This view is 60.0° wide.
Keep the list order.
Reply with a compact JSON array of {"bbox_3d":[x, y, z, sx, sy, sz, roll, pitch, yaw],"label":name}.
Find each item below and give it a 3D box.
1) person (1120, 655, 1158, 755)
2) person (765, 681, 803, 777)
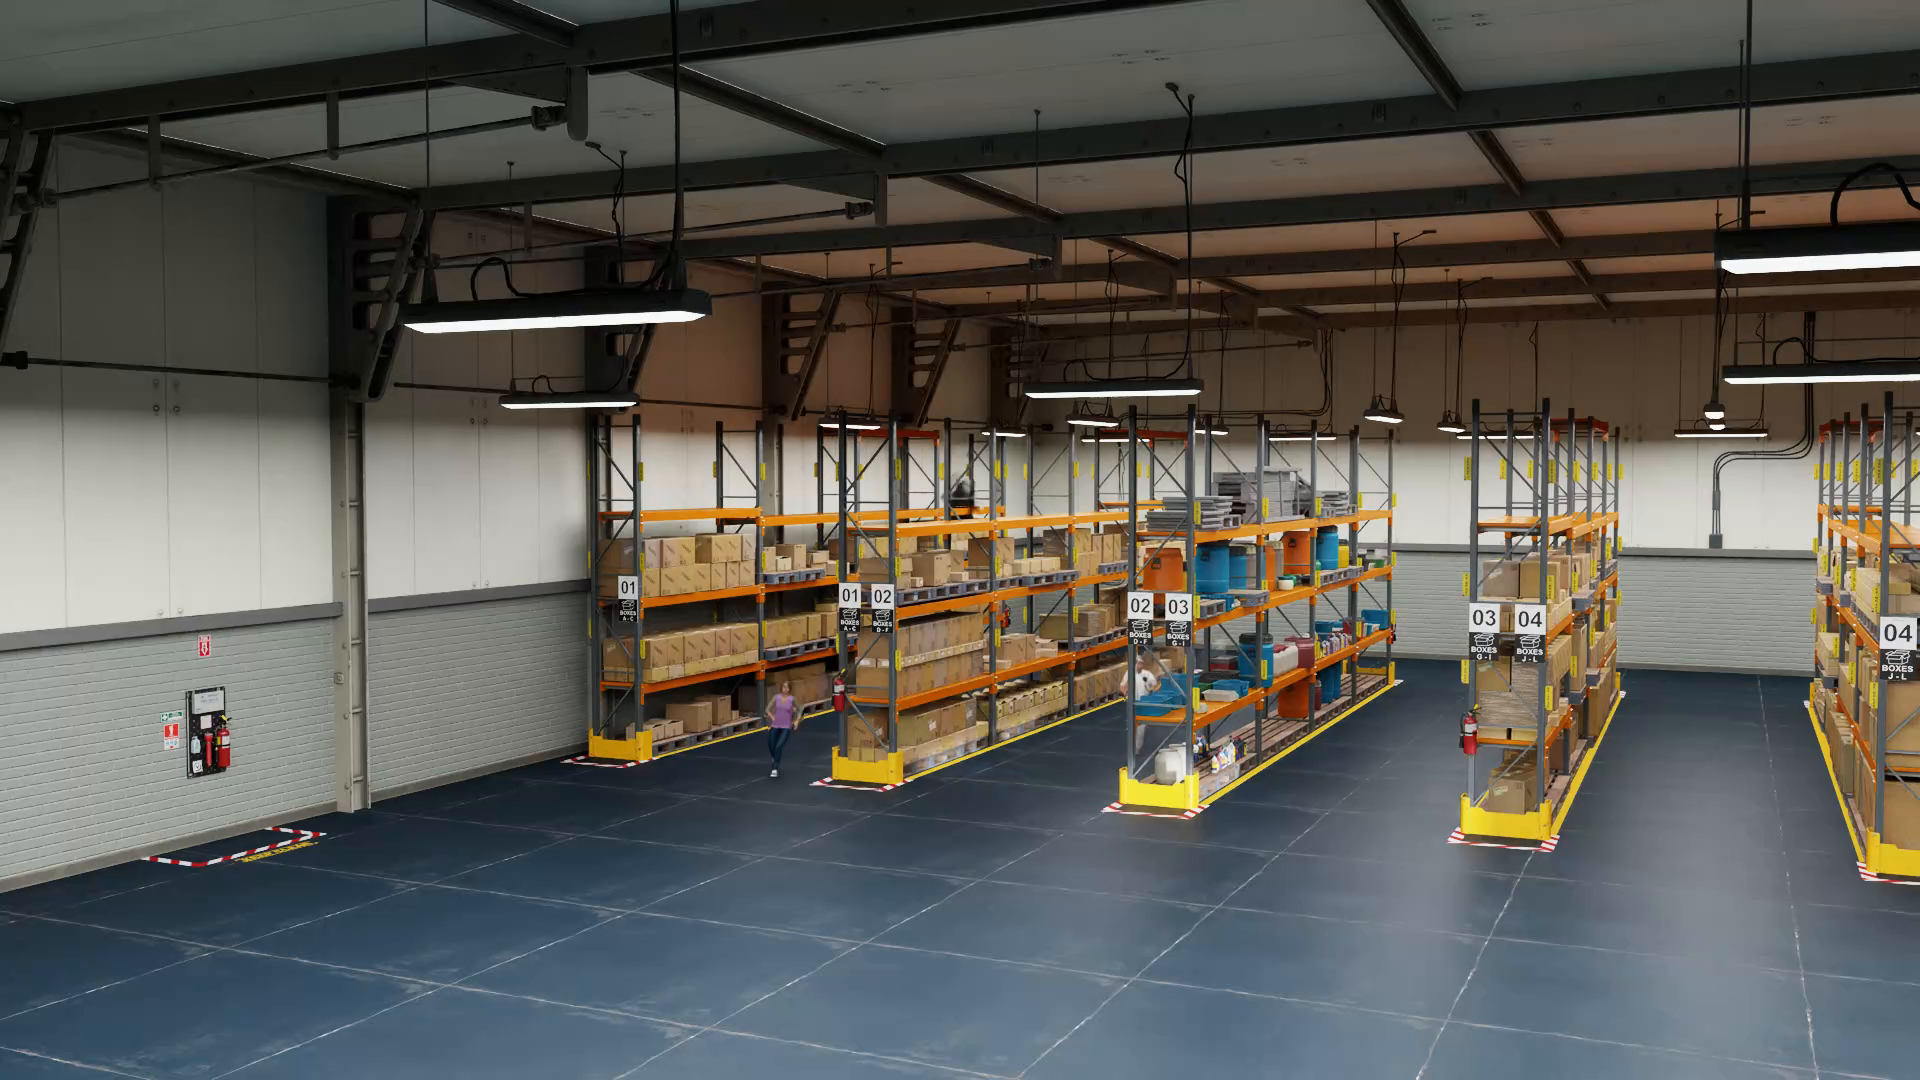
[{"bbox_3d":[3.179,2.911,29.582,0.668,1.743,0.741,1,2,16],"label":"person"},{"bbox_3d":[-2.921,3.103,27.462,0.606,1.545,0.722,0,2,6],"label":"person"}]
